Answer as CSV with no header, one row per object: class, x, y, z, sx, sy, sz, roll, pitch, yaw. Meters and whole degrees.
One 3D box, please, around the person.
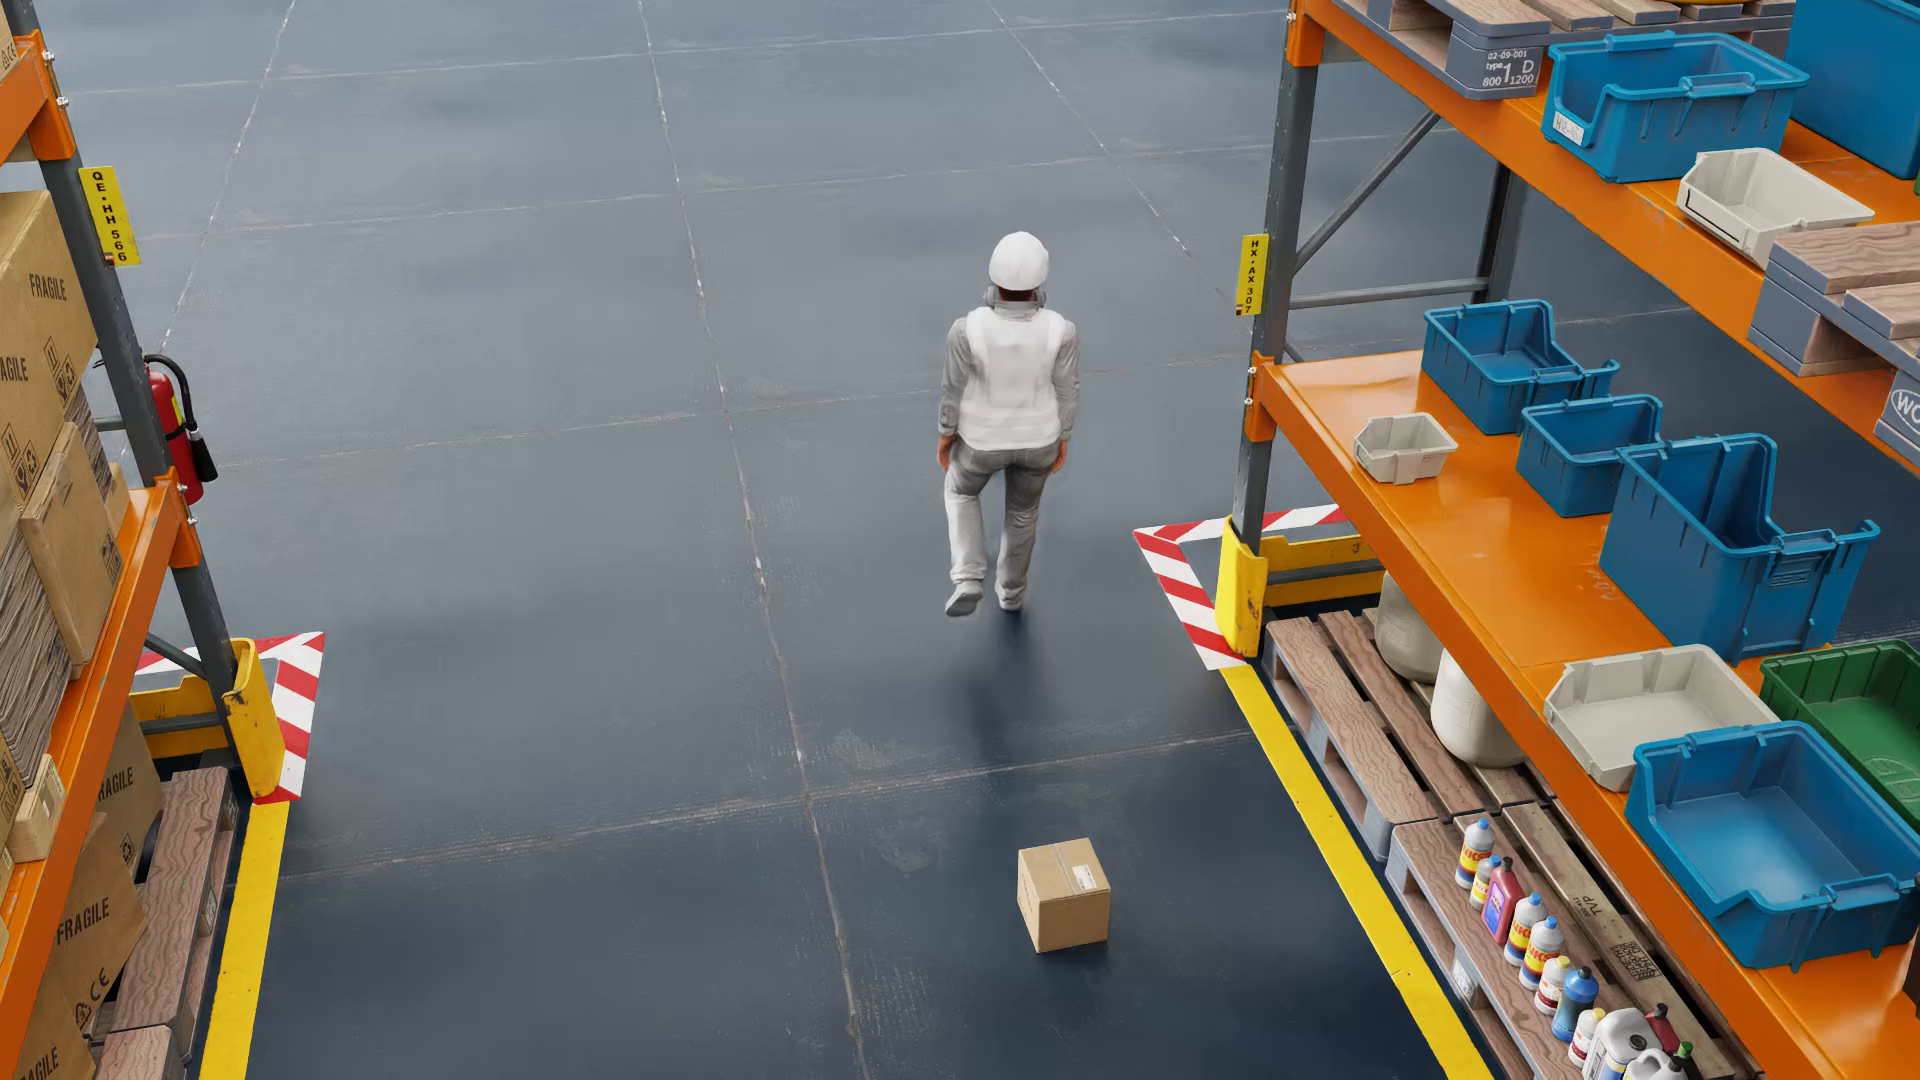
person,0.189,-0.433,6.719,0.563,1.756,0.536,-2,34,-3
